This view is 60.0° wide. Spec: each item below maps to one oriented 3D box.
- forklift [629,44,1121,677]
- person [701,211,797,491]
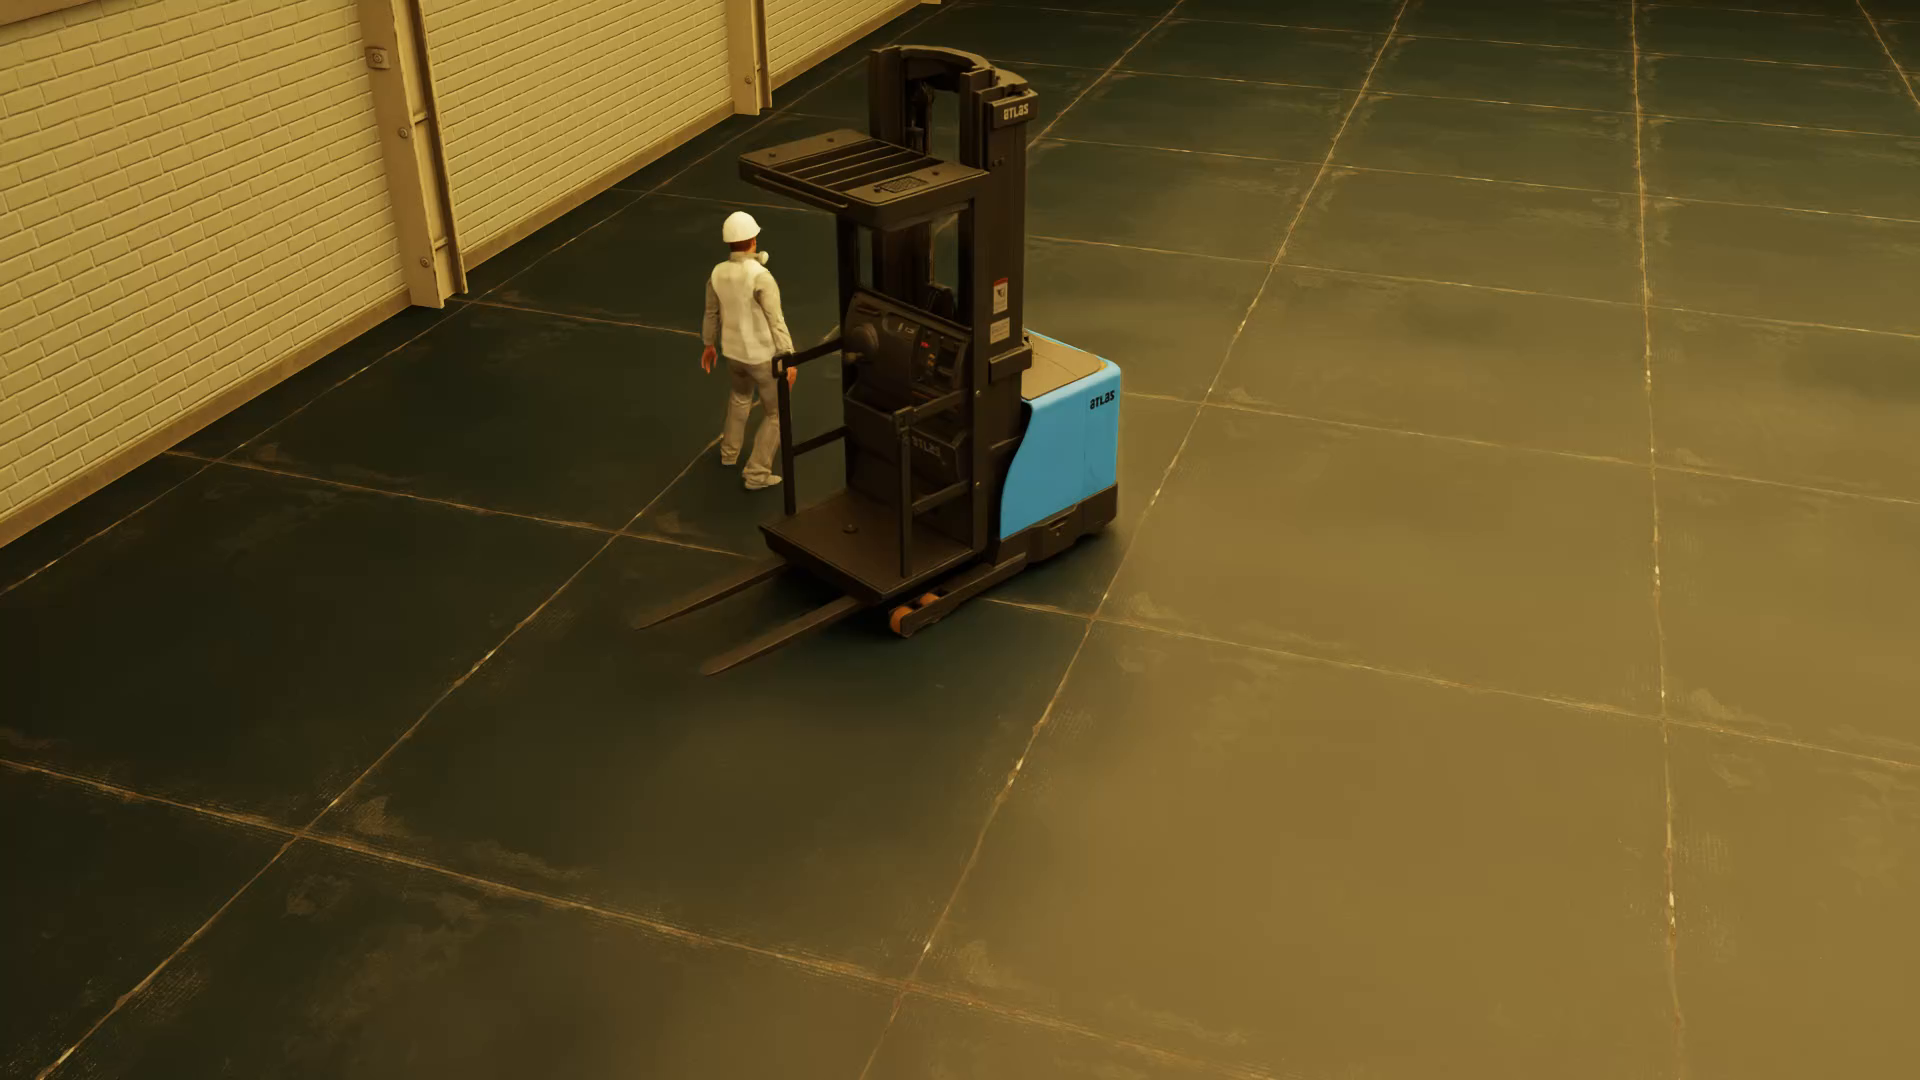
[{"bbox_3d":[-0.449,-1.029,8.942,3.031,2.935,1.130,-26,39,-37],"label":"forklift"},{"bbox_3d":[-1.309,-1.170,10.472,0.845,1.752,0.479,23,37,35],"label":"person"}]
